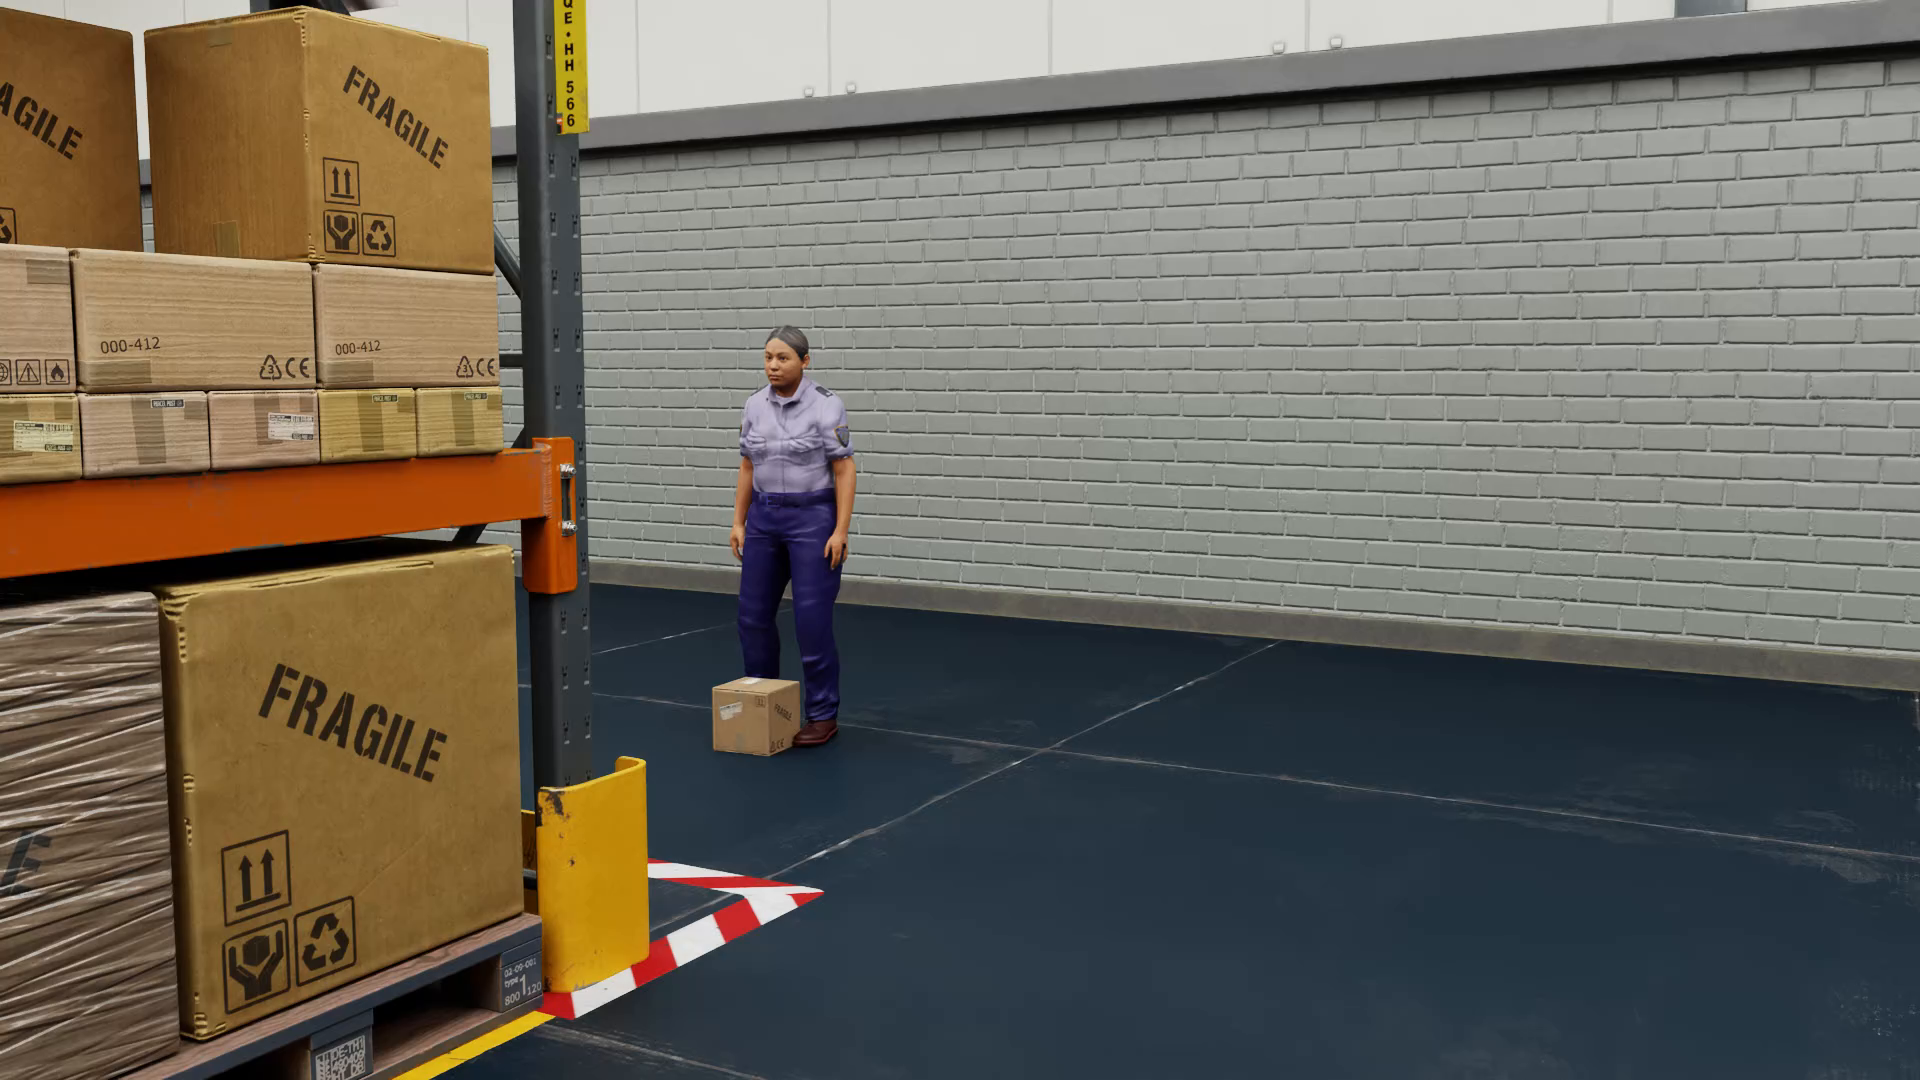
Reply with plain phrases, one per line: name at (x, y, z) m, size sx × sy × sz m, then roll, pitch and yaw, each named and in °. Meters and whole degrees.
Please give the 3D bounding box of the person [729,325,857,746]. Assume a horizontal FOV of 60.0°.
person at (-0.681, -0.027, 6.660) m, size 0.564 × 1.652 × 0.367 m, roll 3°, pitch 7°, yaw 26°
